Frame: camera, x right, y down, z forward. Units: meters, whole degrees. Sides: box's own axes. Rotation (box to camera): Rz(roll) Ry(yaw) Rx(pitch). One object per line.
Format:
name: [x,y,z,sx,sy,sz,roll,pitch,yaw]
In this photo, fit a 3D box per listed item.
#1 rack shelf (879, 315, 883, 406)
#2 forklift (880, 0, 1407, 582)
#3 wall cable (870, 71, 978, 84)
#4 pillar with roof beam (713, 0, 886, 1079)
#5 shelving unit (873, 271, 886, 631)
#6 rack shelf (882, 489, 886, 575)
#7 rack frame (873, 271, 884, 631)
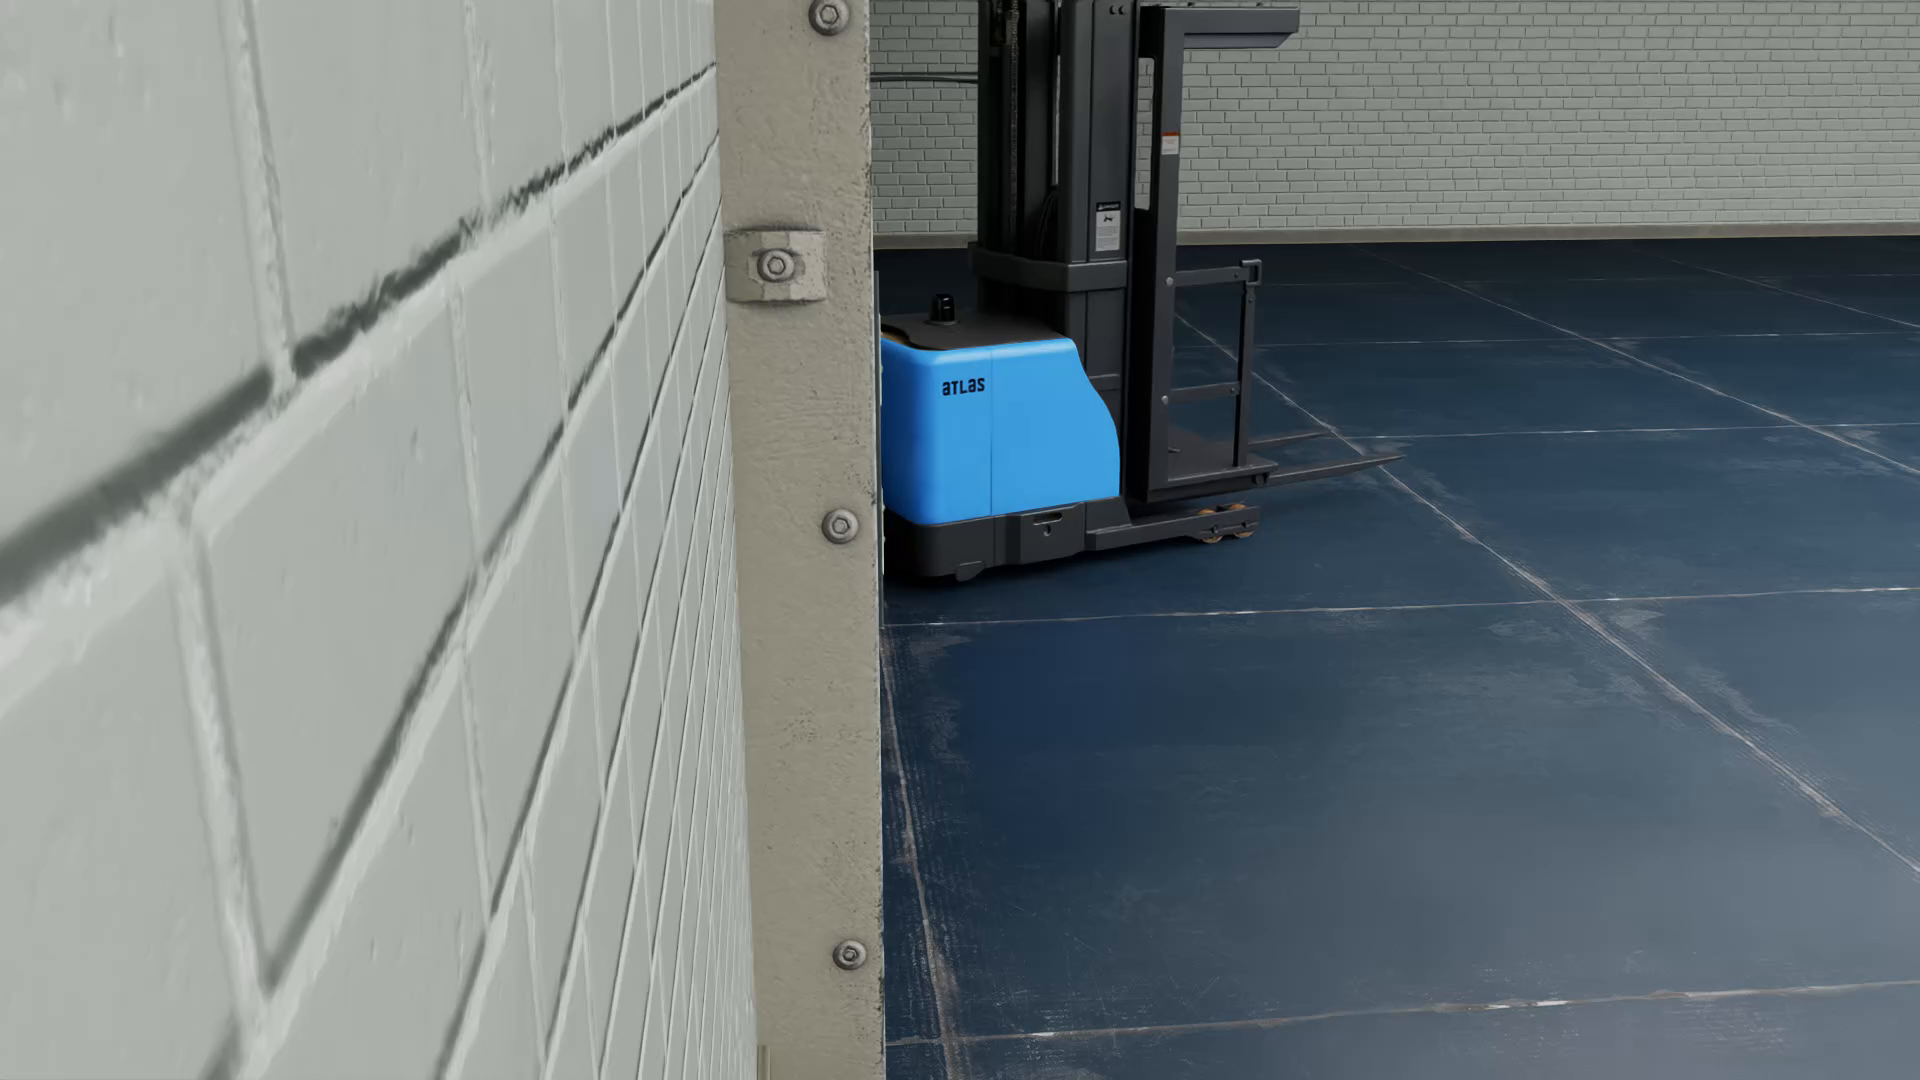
rack shelf: [-0.562,-0.814,6.964,0.431,0.370,0.720,-2,18,-6]
forklift: [0.899,-1.508,8.088,3.031,2.935,1.130,-9,20,-27]
wall cable: [-0.577,-6.040,17.575,3.097,2.526,0.112,-2,18,-6]
pillar with roof beam: [3.931,-3.160,3.220,9.100,9.000,0.400,-2,18,-6]
shelving unit: [-0.562,-0.442,7.081,0.431,1.500,0.755,-2,18,-6]
rack shelf: [-0.562,-0.131,7.179,0.431,0.370,0.720,-2,18,-6]
rack frame: [-0.520,-0.333,6.734,0.400,1.500,0.023,-2,18,-6]
